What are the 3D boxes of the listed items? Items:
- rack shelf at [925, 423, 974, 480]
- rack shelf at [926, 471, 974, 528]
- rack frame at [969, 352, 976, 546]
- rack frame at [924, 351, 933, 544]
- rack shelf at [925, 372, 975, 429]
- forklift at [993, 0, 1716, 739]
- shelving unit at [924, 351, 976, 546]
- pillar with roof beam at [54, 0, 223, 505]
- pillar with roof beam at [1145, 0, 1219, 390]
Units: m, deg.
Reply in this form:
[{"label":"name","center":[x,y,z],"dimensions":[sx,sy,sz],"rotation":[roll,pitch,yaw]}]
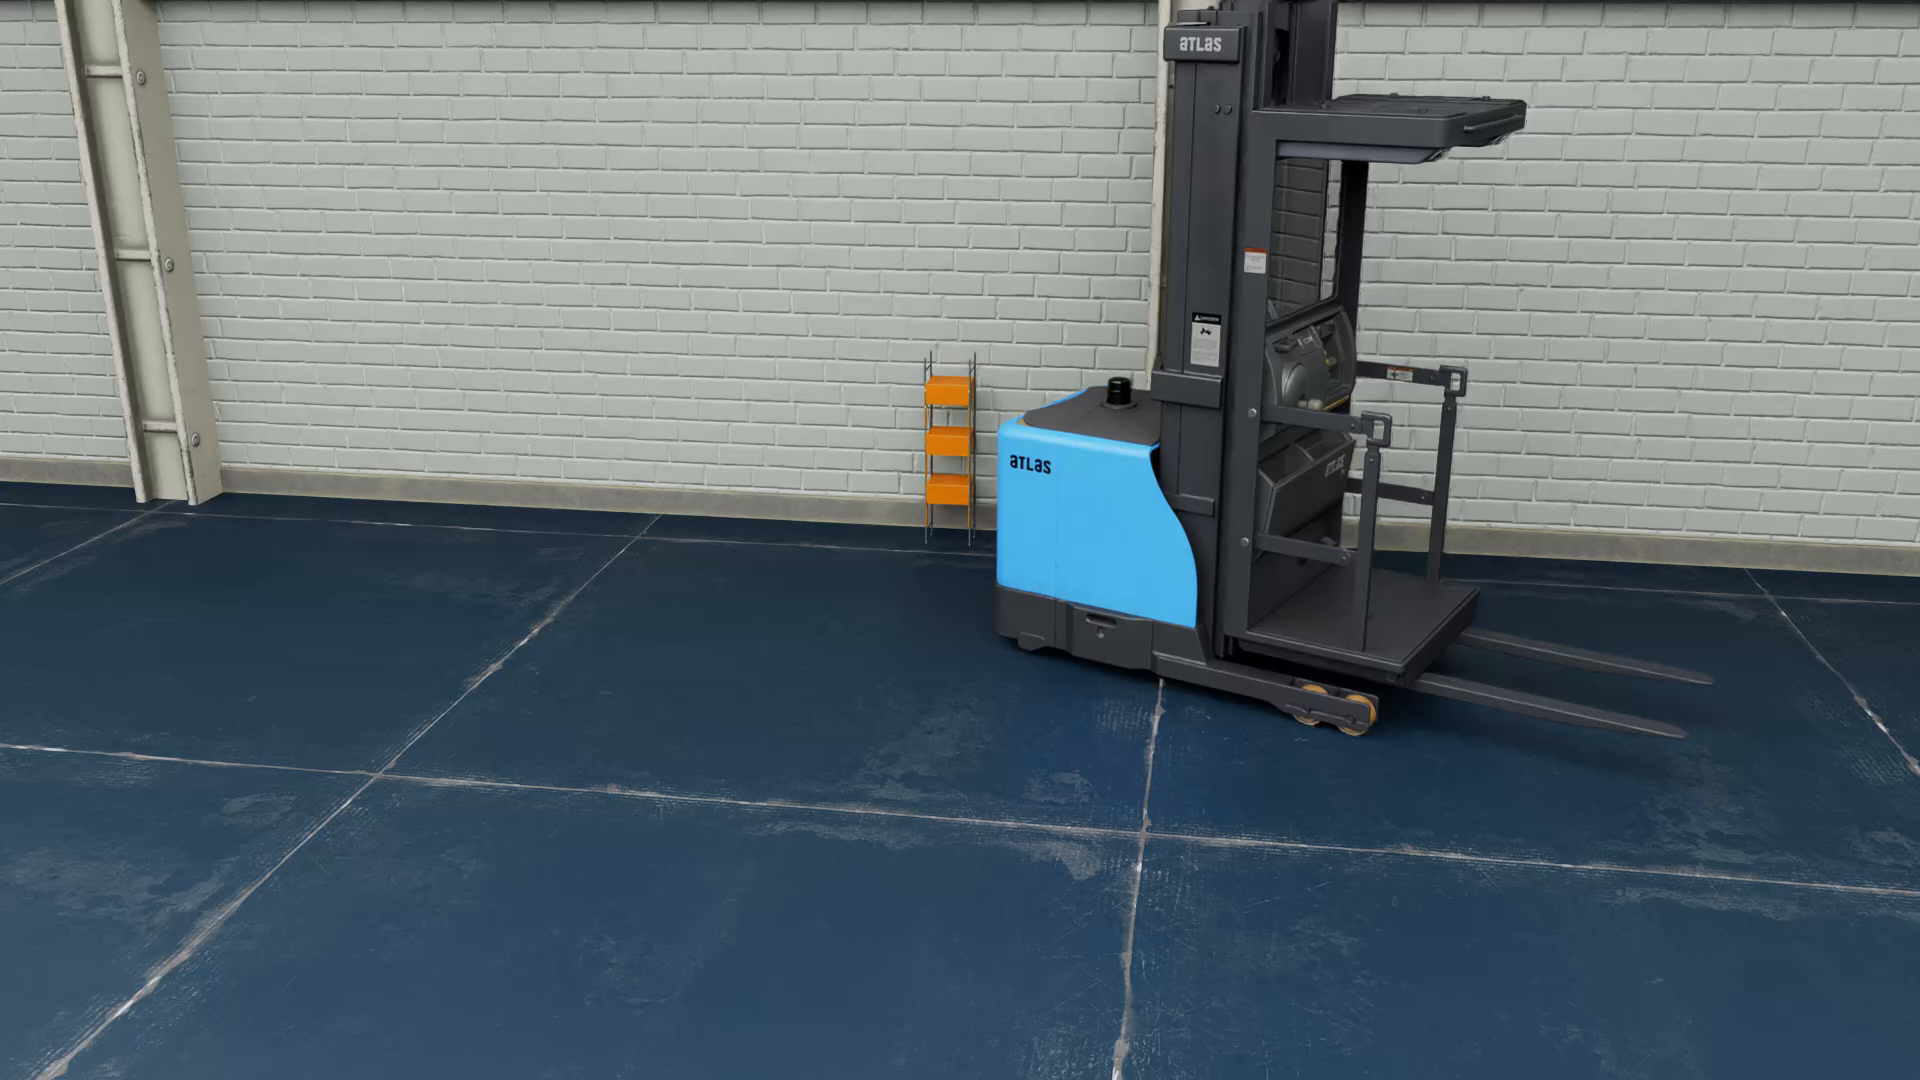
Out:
[{"label":"rack shelf","center":[-0.053,-0.491,9.148],"dimensions":[0.240,0.259,0.215],"rotation":[3,19,9]},{"label":"rack shelf","center":[-0.053,-0.227,9.236],"dimensions":[0.240,0.259,0.215],"rotation":[3,19,9]},{"label":"rack frame","center":[0.068,-0.494,9.126],"dimensions":[0.008,1.050,0.200],"rotation":[3,19,9]},{"label":"rack frame","center":[-0.173,-0.507,9.163],"dimensions":[0.008,1.050,0.200],"rotation":[3,19,9]},{"label":"rack shelf","center":[-0.053,-0.760,9.058],"dimensions":[0.240,0.259,0.215],"rotation":[3,19,9]},{"label":"forklift","center":[1.671,-0.772,6.992],"dimensions":[3.031,2.935,1.130],"rotation":[12,22,31]},{"label":"shelving unit","center":[-0.053,-0.501,9.145],"dimensions":[0.252,1.050,0.215],"rotation":[3,19,9]},{"label":"pillar with roof beam","center":[-5.410,-3.185,4.639],"dimensions":[0.400,9.000,9.100],"rotation":[3,19,9]},{"label":"pillar with roof beam","center":[0.514,-2.883,3.737],"dimensions":[0.400,9.000,9.100],"rotation":[3,19,9]}]
